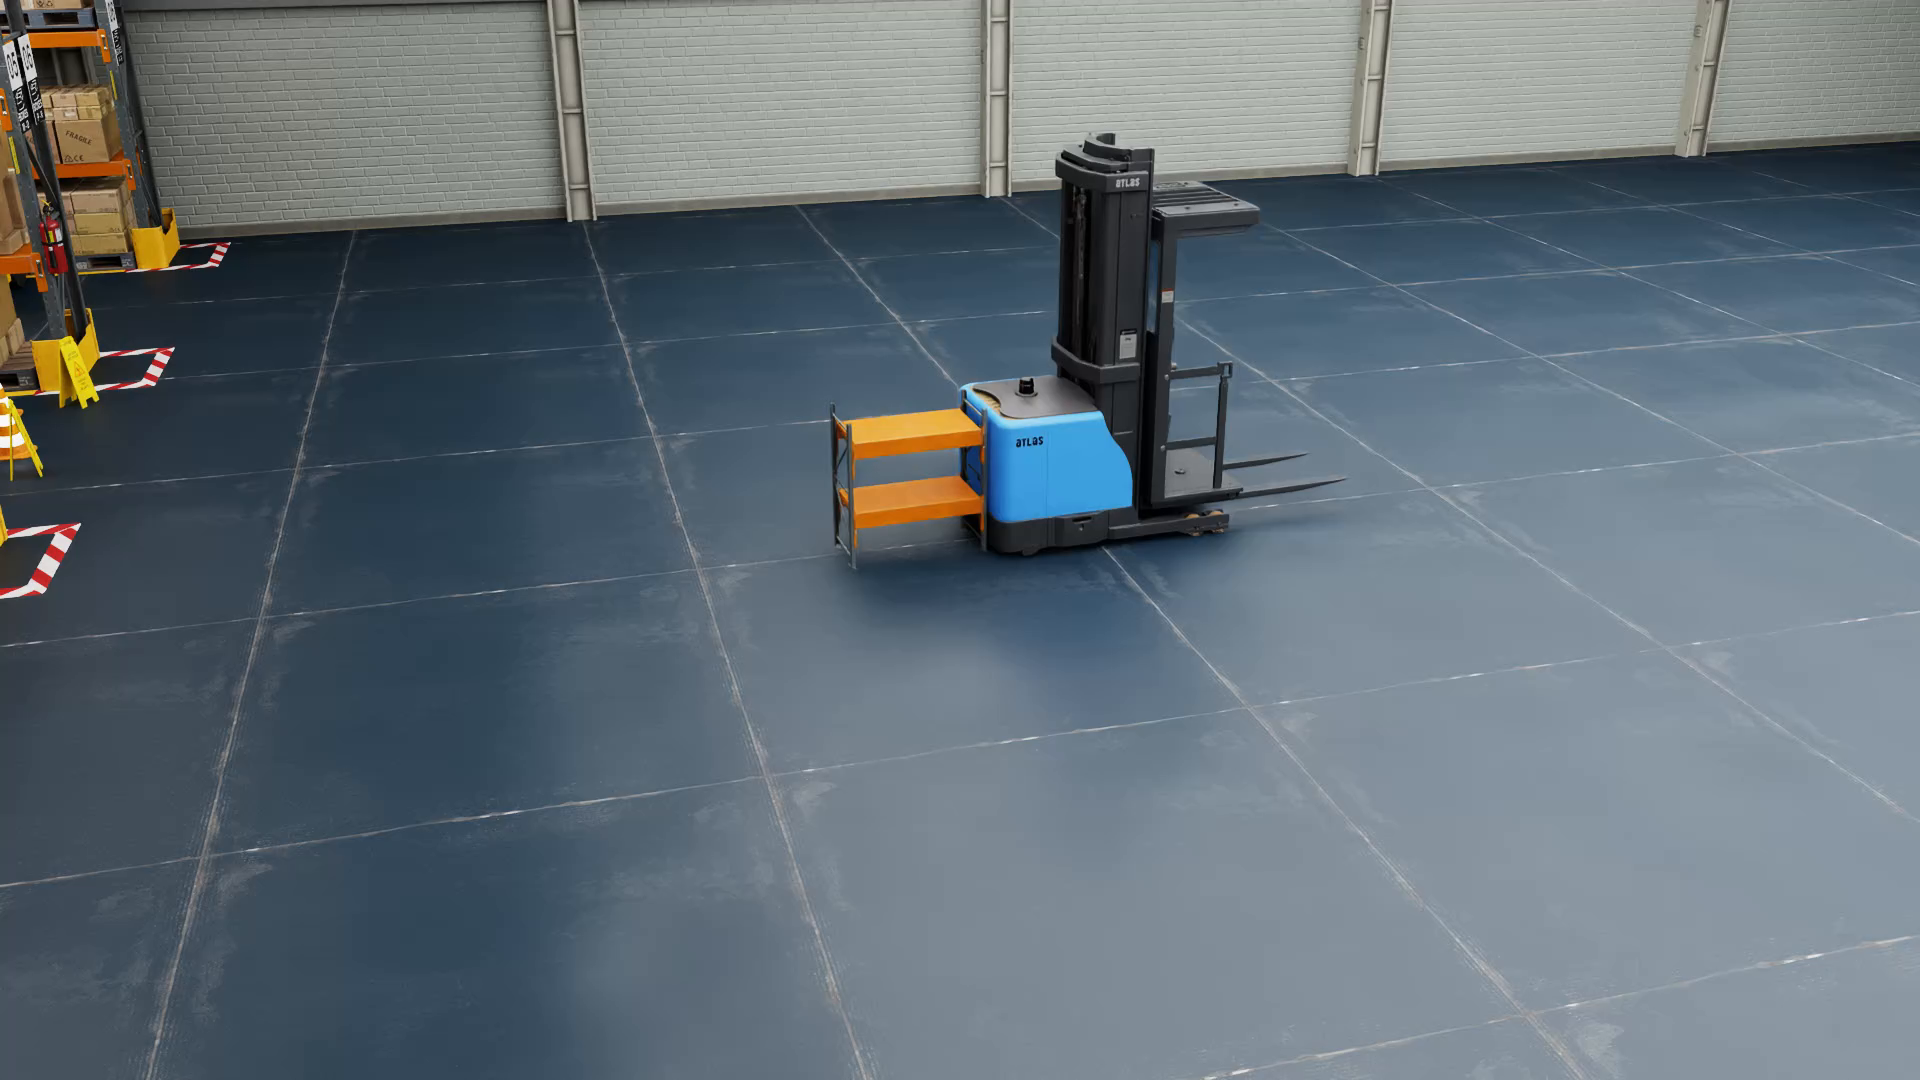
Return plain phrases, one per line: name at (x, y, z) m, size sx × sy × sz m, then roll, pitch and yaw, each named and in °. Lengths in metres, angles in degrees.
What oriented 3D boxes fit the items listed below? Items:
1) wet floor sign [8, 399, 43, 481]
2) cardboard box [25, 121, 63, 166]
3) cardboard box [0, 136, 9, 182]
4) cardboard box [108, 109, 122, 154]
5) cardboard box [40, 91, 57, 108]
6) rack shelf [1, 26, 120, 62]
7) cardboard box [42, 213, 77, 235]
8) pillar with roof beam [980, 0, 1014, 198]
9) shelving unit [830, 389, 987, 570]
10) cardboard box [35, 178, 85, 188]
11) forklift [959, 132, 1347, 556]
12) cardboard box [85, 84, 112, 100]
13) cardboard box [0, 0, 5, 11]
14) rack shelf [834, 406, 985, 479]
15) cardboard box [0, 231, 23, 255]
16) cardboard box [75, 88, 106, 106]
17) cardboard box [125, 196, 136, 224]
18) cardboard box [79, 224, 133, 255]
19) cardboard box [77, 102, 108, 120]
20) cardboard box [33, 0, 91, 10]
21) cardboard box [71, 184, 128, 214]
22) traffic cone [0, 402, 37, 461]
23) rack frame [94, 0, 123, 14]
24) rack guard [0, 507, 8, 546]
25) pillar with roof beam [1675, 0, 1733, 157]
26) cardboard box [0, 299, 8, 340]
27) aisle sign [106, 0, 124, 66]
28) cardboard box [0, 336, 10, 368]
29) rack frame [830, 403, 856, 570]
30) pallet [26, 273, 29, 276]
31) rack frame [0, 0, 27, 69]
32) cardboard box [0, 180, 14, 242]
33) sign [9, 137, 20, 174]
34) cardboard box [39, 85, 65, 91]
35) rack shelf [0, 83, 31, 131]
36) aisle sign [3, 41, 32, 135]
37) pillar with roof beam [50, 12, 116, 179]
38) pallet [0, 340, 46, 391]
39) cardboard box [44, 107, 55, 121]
wet floor sign at (-7.841, -0.852, 13.847) m, size 0.232 × 0.644 × 0.267 m, roll -11°, pitch 25°, yaw -23°
cardboard box at (-11.018, -4.773, 19.874) m, size 0.500 × 0.500 × 0.500 m, roll -6°, pitch 24°, yaw -13°
cardboard box at (-9.202, -3.552, 15.382) m, size 0.500 × 0.500 × 0.700 m, roll -7°, pitch 24°, yaw -16°
cardboard box at (-10.665, -5.030, 20.472) m, size 0.500 × 0.500 × 0.500 m, roll -6°, pitch 24°, yaw -13°
cardboard box at (-10.875, -5.218, 19.710) m, size 0.250 × 0.149 × 0.380 m, roll -6°, pitch 24°, yaw -13°
rack shelf at (-12.039, -5.766, 19.423) m, size 4.000 × 0.370 × 1.077 m, roll -6°, pitch 24°, yaw -14°
cardboard box at (-10.983, -3.871, 20.217) m, size 0.500 × 0.250 × 0.500 m, roll -7°, pitch 24°, yaw -15°
pillar with roof beam at (1.690, -7.600, 18.980) m, size 0.400 × 9.000 × 9.100 m, roll -6°, pitch 24°, yaw -14°
shelving unit at (-0.377, -0.457, 12.318) m, size 1.048 × 1.125 × 0.538 m, roll -8°, pitch 24°, yaw -17°
cardboard box at (-11.107, -4.286, 20.552) m, size 0.500 × 0.250 × 0.500 m, roll -6°, pitch 24°, yaw -14°
forklift at (1.552, -1.565, 12.610) m, size 3.031 × 2.935 × 1.130 m, roll -8°, pitch 24°, yaw -17°
cardboard box at (-10.494, -5.457, 20.268) m, size 0.250 × 0.149 × 0.380 m, roll -7°, pitch 24°, yaw -15°
cardboard box at (-11.073, -6.256, 19.164) m, size 0.258 × 0.266 × 0.396 m, roll -6°, pitch 24°, yaw -14°
rack shelf at (-0.377, -0.726, 12.203) m, size 1.000 × 0.278 × 0.538 m, roll -8°, pitch 24°, yaw -17°
cardboard box at (-9.071, -2.811, 15.745) m, size 0.250 × 0.149 × 0.380 m, roll -5°, pitch 24°, yaw -13°
cardboard box at (-10.401, -5.294, 19.887) m, size 0.250 × 0.149 × 0.380 m, roll -6°, pitch 24°, yaw -14°
cardboard box at (-10.622, -4.119, 20.797) m, size 0.500 × 0.250 × 0.500 m, roll -6°, pitch 24°, yaw -13°
cardboard box at (-10.480, -3.691, 20.432) m, size 0.500 × 0.250 × 0.500 m, roll -6°, pitch 24°, yaw -14°
cardboard box at (-10.371, -5.132, 19.887) m, size 0.250 × 0.149 × 0.380 m, roll -6°, pitch 24°, yaw -14°
cardboard box at (-10.474, -6.455, 19.330) m, size 0.500 × 0.500 × 0.500 m, roll -6°, pitch 24°, yaw -13°
cardboard box at (-10.472, -4.153, 20.241) m, size 0.500 × 0.250 × 0.500 m, roll -5°, pitch 24°, yaw -13°
traffic cone at (-8.207, -0.961, 14.332) m, size 0.334 × 0.463 × 0.336 m, roll -6°, pitch 24°, yaw -14°
rack frame at (-10.113, -7.688, 19.186) m, size 0.127 × 3.000 × 1.000 m, roll -6°, pitch 24°, yaw -14°
rack guard at (-7.311, -0.033, 12.122) m, size 0.348 × 0.500 × 1.175 m, roll -6°, pitch 24°, yaw -14°
pillar with roof beam at (13.244, -8.878, 21.959) m, size 0.400 × 9.000 × 9.100 m, roll -6°, pitch 24°, yaw -14°
cardboard box at (-9.470, -2.137, 15.860) m, size 0.500 × 0.500 × 0.500 m, roll -6°, pitch 24°, yaw -14°
aisle sign at (-9.971, -6.022, 19.613) m, size 0.004 × 0.787 × 0.394 m, roll -6°, pitch 24°, yaw -14°
cardboard box at (-9.497, -1.786, 15.993) m, size 0.500 × 0.250 × 0.500 m, roll -6°, pitch 24°, yaw -15°
rack frame at (-0.858, -0.392, 12.167) m, size 0.032 × 1.125 × 0.500 m, roll -8°, pitch 24°, yaw -17°
pallet at (-12.011, -3.424, 20.392) m, size 1.213 × 0.211 × 1.003 m, roll -6°, pitch 24°, yaw -14°
rack frame at (-8.769, -5.804, 14.795) m, size 0.127 × 3.000 × 1.000 m, roll -6°, pitch 24°, yaw -14°
cardboard box at (-9.217, -3.067, 15.521) m, size 0.500 × 0.500 × 0.500 m, roll -7°, pitch 24°, yaw -15°
sign at (-8.638, -3.512, 15.191) m, size 0.005 × 0.325 × 0.100 m, roll -6°, pitch 24°, yaw -14°
cardboard box at (-11.006, -5.409, 20.155) m, size 0.250 × 0.149 × 0.380 m, roll -6°, pitch 24°, yaw -13°
rack shelf at (-10.694, -3.882, 15.032) m, size 4.000 × 0.370 × 1.077 m, roll -6°, pitch 24°, yaw -14°
aisle sign at (-8.631, -4.138, 15.224) m, size 0.004 × 0.787 × 0.394 m, roll -6°, pitch 24°, yaw -14°
pillar with roof beam at (-9.864, -6.322, 16.002) m, size 0.400 × 9.000 × 9.100 m, roll -6°, pitch 24°, yaw -14°
pallet at (-9.634, -1.685, 16.339) m, size 1.213 × 0.211 × 1.003 m, roll -6°, pitch 24°, yaw -14°
cardboard box at (-10.876, -5.089, 19.787) m, size 0.250 × 0.149 × 0.380 m, roll -6°, pitch 24°, yaw -13°
